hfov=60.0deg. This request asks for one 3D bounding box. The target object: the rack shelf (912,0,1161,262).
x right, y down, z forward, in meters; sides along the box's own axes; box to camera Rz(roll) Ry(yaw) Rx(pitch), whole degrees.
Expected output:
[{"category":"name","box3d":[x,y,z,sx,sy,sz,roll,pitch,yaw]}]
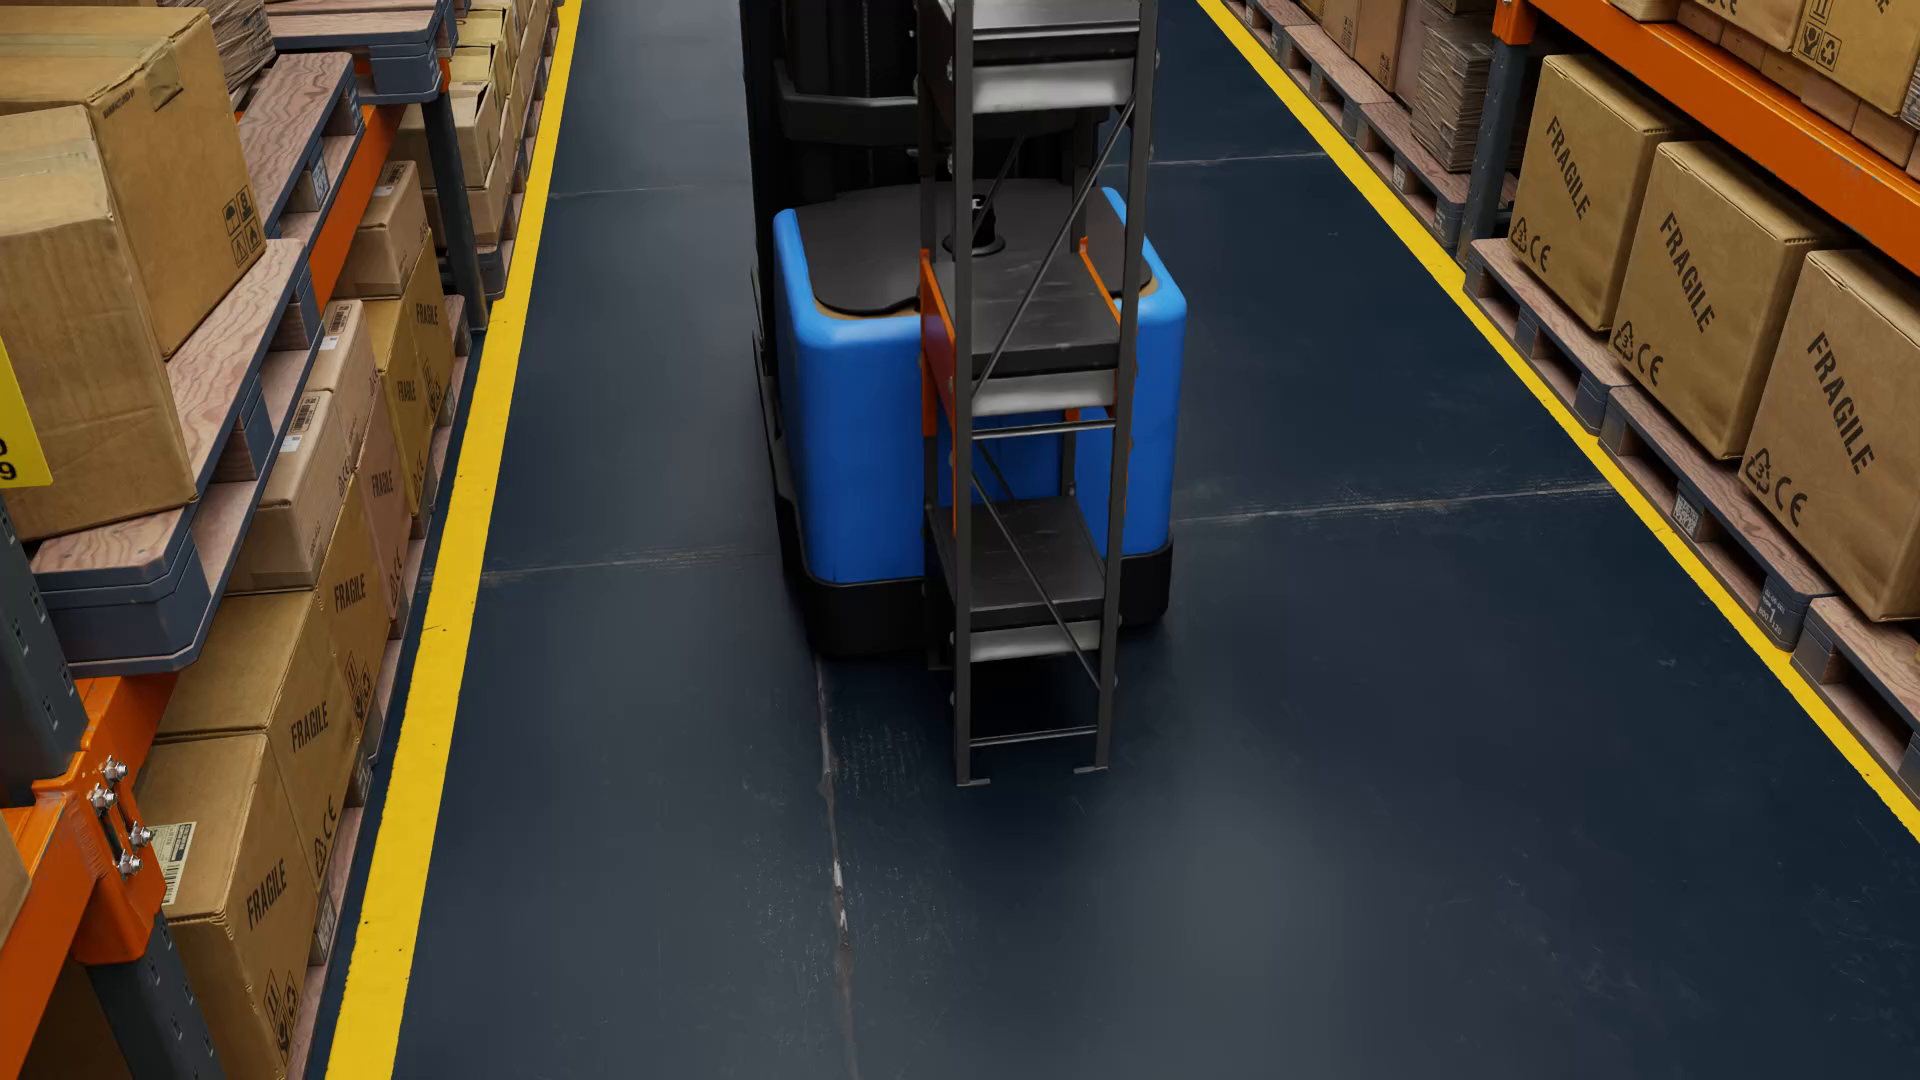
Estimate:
[{"category":"rack shelf","box3d":[0.146,-0.948,3.558,0.431,0.518,0.480,-6,35,-8]}]

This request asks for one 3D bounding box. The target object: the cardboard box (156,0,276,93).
[{"category":"cardboard box","box3d":[-2.203,-1.382,4.152,0.700,0.500,0.500,2,34,3]}]

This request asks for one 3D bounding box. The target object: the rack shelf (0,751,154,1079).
[{"category":"rack shelf","box3d":[-1.526,1.611,0.861,1.077,0.370,4.000,-4,35,-6]}]

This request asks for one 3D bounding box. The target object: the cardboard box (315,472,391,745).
[{"category":"cardboard box","box3d":[-1.761,0.184,4.145,0.500,0.500,0.500,-4,34,-6]}]

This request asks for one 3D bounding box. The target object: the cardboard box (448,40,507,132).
[{"category":"cardboard box","box3d":[-2.191,-1.911,6.961,0.500,0.311,0.500,-5,35,-8]}]

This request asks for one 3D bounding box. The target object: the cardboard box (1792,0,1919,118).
[{"category":"cardboard box","box3d":[2.592,-1.434,4.320,0.500,0.500,0.500,-3,34,-5]}]

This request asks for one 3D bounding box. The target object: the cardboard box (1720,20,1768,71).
[{"category":"cardboard box","box3d":[2.567,-1.544,5.057,0.380,0.149,0.250,-4,34,-5]}]

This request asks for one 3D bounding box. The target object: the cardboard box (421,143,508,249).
[{"category":"cardboard box","box3d":[-2.112,-1.386,6.689,0.500,0.250,0.500,-4,35,-7]}]

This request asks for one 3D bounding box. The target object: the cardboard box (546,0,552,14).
[{"category":"cardboard box","box3d":[-2.528,-3.094,9.196,0.500,0.250,0.500,-5,35,-7]}]

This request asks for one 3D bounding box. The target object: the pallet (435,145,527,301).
[{"category":"pallet","box3d":[-2.405,-1.345,7.036,1.003,0.211,1.213,-4,35,-6]}]

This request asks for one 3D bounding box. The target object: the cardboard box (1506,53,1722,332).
[{"category":"cardboard box","box3d":[2.544,-1.277,5.996,0.750,0.750,0.750,-5,35,-7]}]

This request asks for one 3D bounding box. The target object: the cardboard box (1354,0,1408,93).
[{"category":"cardboard box","box3d":[2.378,-2.530,8.128,0.700,0.500,0.500,-5,35,-7]}]

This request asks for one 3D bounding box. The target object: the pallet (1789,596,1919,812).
[{"category":"pallet","box3d":[2.935,0.548,4.259,1.003,0.211,1.213,-4,35,-6]}]

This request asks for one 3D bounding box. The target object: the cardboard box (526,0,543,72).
[{"category":"cardboard box","box3d":[-2.392,-2.527,8.363,0.500,0.250,0.500,-4,34,-5]}]

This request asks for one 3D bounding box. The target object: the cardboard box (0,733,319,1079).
[{"category":"cardboard box","box3d":[-1.618,0.760,3.300,0.500,0.500,0.500,-6,35,-9]}]

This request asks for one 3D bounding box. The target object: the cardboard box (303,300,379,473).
[{"category":"cardboard box","box3d":[-1.821,-0.387,4.318,0.500,0.250,0.500,-5,35,-7]}]

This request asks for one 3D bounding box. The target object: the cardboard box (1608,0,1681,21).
[{"category":"cardboard box","box3d":[2.367,-1.819,5.461,0.380,0.149,0.250,-3,34,-5]}]

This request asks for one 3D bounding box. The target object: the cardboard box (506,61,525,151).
[{"category":"cardboard box","box3d":[-2.256,-1.956,7.526,0.500,0.250,0.500,-5,35,-8]}]

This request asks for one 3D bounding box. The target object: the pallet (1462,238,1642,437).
[{"category":"pallet","box3d":[2.607,-0.814,6.257,1.003,0.211,1.213,-4,35,-6]}]

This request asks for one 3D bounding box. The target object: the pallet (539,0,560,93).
[{"category":"pallet","box3d":[-2.733,-2.706,9.033,1.003,0.211,1.213,-4,35,-6]}]

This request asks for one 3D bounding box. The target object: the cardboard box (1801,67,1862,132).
[{"category":"cardboard box","box3d":[2.607,-1.260,4.640,0.380,0.149,0.250,-4,34,-6]}]

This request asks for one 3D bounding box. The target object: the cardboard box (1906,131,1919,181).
[{"category":"cardboard box","box3d":[2.660,-0.964,4.206,0.380,0.149,0.250,-5,35,-8]}]

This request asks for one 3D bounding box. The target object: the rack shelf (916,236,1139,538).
[{"category":"rack shelf","box3d":[0.146,-0.370,3.952,0.431,0.518,0.480,-6,35,-8]}]

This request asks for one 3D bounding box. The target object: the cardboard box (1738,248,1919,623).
[{"category":"cardboard box","box3d":[2.775,-0.314,4.582,0.750,0.750,0.750,-3,34,-5]}]

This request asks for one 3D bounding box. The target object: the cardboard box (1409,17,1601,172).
[{"category":"cardboard box","box3d":[2.427,-1.958,7.289,0.700,0.500,0.500,-4,34,-6]}]

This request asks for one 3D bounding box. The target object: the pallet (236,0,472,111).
[{"category":"pallet","box3d":[-2.172,-1.582,5.079,1.213,0.211,1.003,-4,35,-6]}]

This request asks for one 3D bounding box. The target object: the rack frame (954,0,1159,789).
[{"category":"rack frame","box3d":[0.188,-0.245,3.746,0.400,2.100,0.015,-6,35,-8]}]

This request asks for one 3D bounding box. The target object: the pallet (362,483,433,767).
[{"category":"pallet","box3d":[-2.109,0.217,4.745,1.003,0.211,1.213,-4,35,-6]}]

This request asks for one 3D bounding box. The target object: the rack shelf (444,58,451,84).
[{"category":"rack shelf","box3d":[-2.602,-2.853,7.412,1.077,0.370,4.000,-4,35,-6]}]

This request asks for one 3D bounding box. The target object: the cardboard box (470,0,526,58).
[{"category":"cardboard box","box3d":[-2.327,-2.482,7.799,0.500,0.311,0.500,-5,35,-7]}]

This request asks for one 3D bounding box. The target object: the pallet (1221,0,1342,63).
[{"category":"pallet","box3d":[2.144,-3.057,9.549,1.003,0.211,1.213,-4,35,-6]}]

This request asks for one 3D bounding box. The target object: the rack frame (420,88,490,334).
[{"category":"rack frame","box3d":[-2.333,-2.035,5.572,1.000,3.000,0.127,-4,35,-6]}]

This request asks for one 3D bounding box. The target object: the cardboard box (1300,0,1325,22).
[{"category":"cardboard box","box3d":[2.272,-3.099,8.962,0.700,0.500,0.500,-5,35,-7]}]

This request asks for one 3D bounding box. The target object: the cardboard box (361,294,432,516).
[{"category":"cardboard box","box3d":[-1.905,-0.390,4.988,0.500,0.500,0.500,-6,35,-8]}]

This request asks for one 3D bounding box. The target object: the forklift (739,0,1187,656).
[{"category":"forklift","box3d":[-0.152,-1.709,5.155,1.130,2.935,3.031,-6,35,-8]}]

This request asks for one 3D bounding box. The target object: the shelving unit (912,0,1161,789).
[{"category":"shelving unit","box3d":[0.146,-0.381,3.944,0.431,2.100,0.503,-6,35,-8]}]

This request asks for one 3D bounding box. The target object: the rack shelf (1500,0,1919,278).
[{"category":"rack shelf","box3d":[2.844,-0.998,4.690,1.077,0.370,4.000,-4,35,-6]}]

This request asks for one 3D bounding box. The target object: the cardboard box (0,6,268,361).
[{"category":"cardboard box","box3d":[-1.792,-0.677,3.119,0.700,0.500,0.500,1,34,1]}]

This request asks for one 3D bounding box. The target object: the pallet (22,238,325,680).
[{"category":"pallet","box3d":[-1.794,-0.177,3.017,1.003,0.211,1.213,-4,35,-6]}]
